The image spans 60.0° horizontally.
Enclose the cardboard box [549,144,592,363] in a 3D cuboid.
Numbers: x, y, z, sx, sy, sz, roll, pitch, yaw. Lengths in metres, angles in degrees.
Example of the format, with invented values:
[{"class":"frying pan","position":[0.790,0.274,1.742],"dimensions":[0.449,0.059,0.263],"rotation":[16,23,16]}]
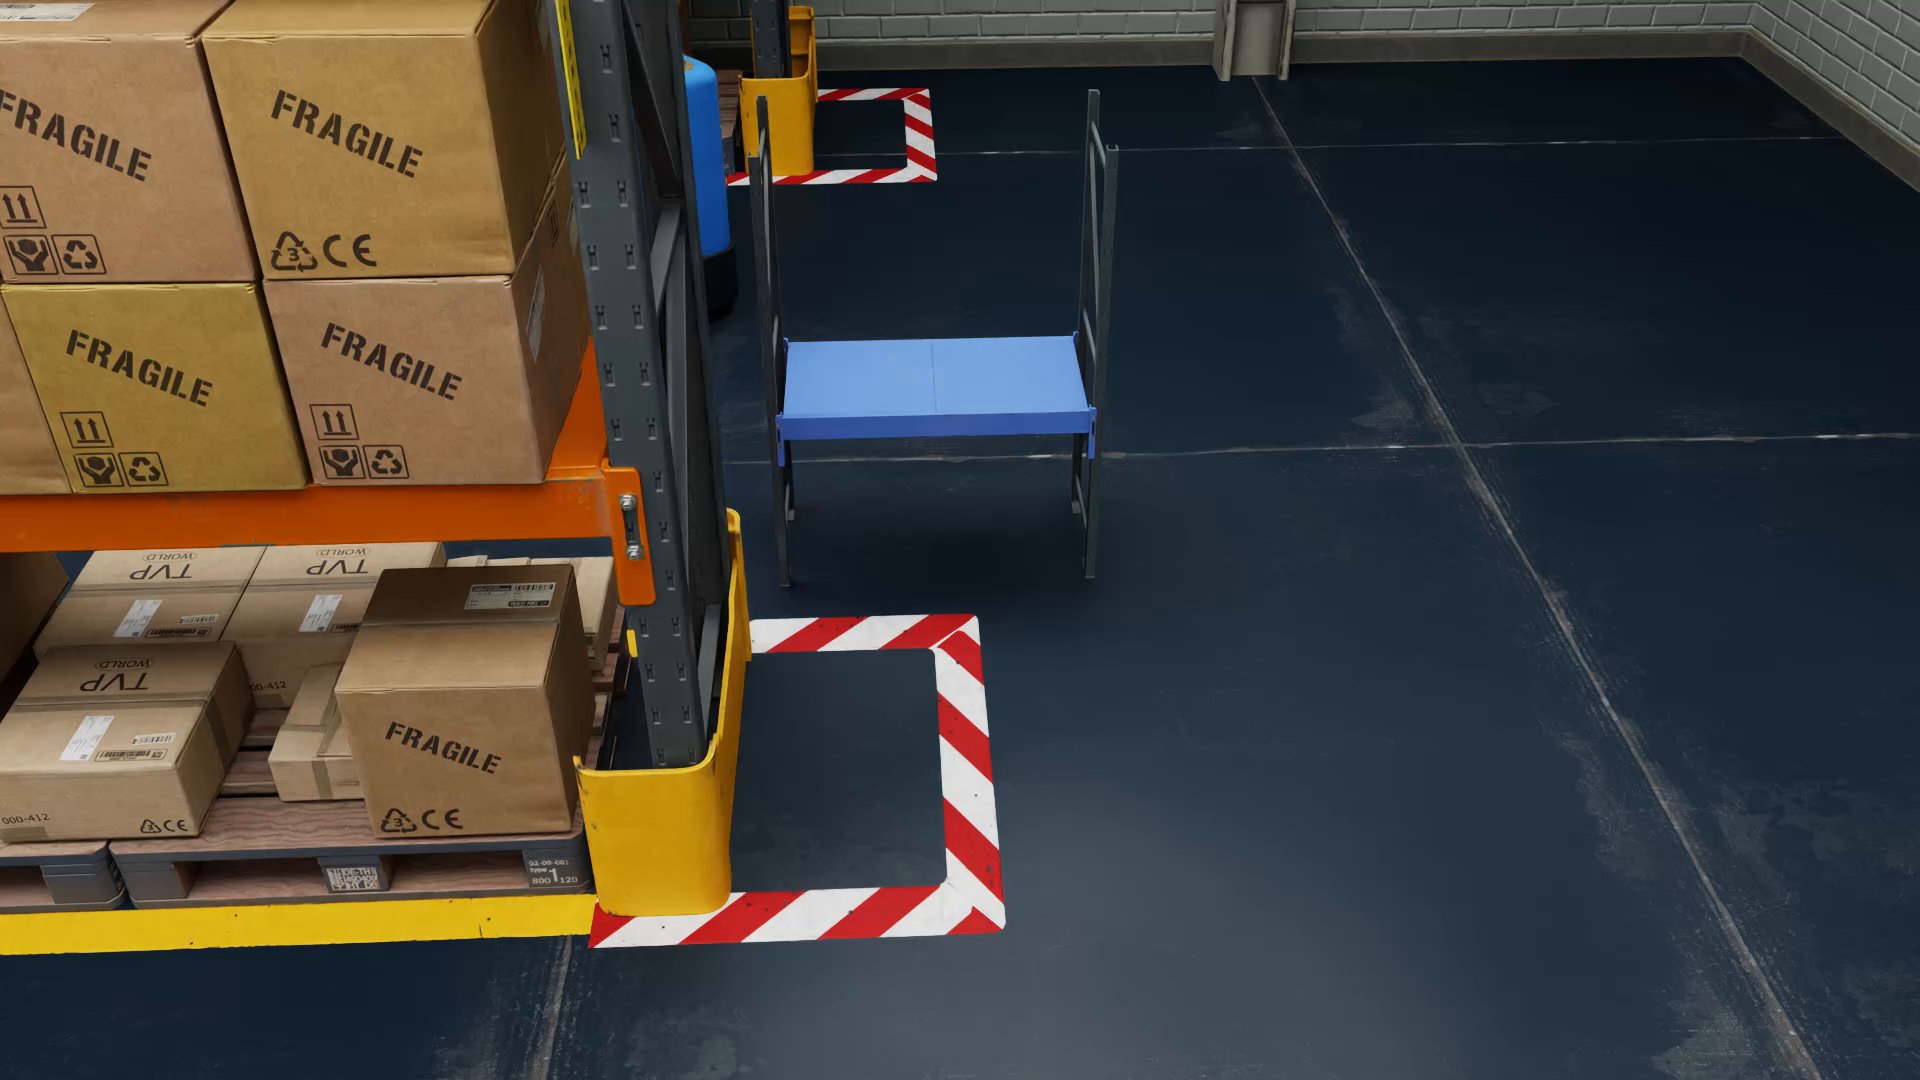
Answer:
[{"class":"cardboard box","position":[-1.185,-0.768,4.136],"dimensions":[0.500,0.500,0.500],"rotation":[-1,35,-1]}]

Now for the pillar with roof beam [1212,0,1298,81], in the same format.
[{"class":"pillar with roof beam","position":[1.893,-3.989,3.606],"dimensions":[0.400,9.000,9.100],"rotation":[-2,35,-2]}]

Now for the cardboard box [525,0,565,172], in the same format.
[{"class":"cardboard box","position":[-1.185,-1.179,3.851],"dimensions":[0.500,0.500,0.500],"rotation":[-1,35,-1]}]

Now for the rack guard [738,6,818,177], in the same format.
[{"class":"rack guard","position":[-0.943,-2.377,8.746],"dimensions":[0.348,0.500,1.175],"rotation":[-2,35,-2]}]

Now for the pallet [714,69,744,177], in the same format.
[{"class":"pallet","position":[-1.762,-2.192,8.732],"dimensions":[1.213,0.211,1.003],"rotation":[-2,35,-2]}]

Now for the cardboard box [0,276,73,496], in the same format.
[{"class":"cardboard box","position":[-2.180,-0.437,3.657],"dimensions":[0.500,0.500,0.500],"rotation":[-1,35,-2]}]

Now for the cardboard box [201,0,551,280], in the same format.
[{"class":"cardboard box","position":[-1.161,-0.873,3.409],"dimensions":[0.500,0.500,0.500],"rotation":[-2,35,-3]}]

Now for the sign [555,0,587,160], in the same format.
[{"class":"sign","position":[-0.723,-0.879,3.089],"dimensions":[0.005,0.325,0.100],"rotation":[-2,35,-2]}]

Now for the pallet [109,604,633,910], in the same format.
[{"class":"pallet","position":[-1.601,0.582,4.724],"dimensions":[1.213,0.211,1.003],"rotation":[-2,35,-2]}]

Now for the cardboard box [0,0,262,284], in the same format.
[{"class":"cardboard box","position":[-1.665,-0.859,3.388],"dimensions":[0.500,0.500,0.500],"rotation":[-1,35,-1]}]

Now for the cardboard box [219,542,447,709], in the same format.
[{"class":"cardboard box","position":[-1.785,0.228,4.815],"dimensions":[0.500,0.250,0.500],"rotation":[-2,35,-2]}]

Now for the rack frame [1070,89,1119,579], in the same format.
[{"class":"rack frame","position":[0.423,-0.628,5.340],"dimensions":[0.032,1.500,0.500],"rotation":[-2,35,-2]}]

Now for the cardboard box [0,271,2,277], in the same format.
[{"class":"cardboard box","position":[-2.183,-0.842,3.364],"dimensions":[0.500,0.500,0.500],"rotation":[-1,35,-1]}]

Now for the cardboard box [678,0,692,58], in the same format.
[{"class":"cardboard box","position":[-1.662,-2.474,8.516],"dimensions":[0.500,0.500,0.700],"rotation":[-2,35,-2]}]

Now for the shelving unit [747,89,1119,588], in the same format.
[{"class":"shelving unit","position":[-0.085,-0.614,5.320],"dimensions":[1.048,1.500,0.538],"rotation":[-2,35,-2]}]

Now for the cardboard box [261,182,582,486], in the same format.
[{"class":"cardboard box","position":[-1.163,-0.463,3.695],"dimensions":[0.500,0.500,0.500],"rotation":[-1,35,-1]}]

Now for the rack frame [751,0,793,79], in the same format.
[{"class":"rack frame","position":[-0.967,-3.405,8.034],"dimensions":[0.127,3.000,1.000],"rotation":[-2,35,-2]}]

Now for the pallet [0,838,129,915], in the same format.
[{"class":"pallet","position":[-2.817,0.613,4.679],"dimensions":[1.213,0.211,1.003],"rotation":[-2,35,-2]}]

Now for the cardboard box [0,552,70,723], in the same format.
[{"class":"cardboard box","position":[-2.848,0.311,4.472],"dimensions":[0.637,0.503,0.797],"rotation":[-2,35,-2]}]

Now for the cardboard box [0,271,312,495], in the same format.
[{"class":"cardboard box","position":[-1.681,-0.447,3.672],"dimensions":[0.500,0.500,0.500],"rotation":[-1,35,-2]}]

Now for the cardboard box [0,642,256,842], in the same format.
[{"class":"cardboard box","position":[-2.211,0.524,4.386],"dimensions":[0.500,0.250,0.500],"rotation":[-2,35,-2]}]

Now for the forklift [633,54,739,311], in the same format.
[{"class":"forklift","position":[-2.329,-2.612,6.949],"dimensions":[1.130,2.935,3.031],"rotation":[-28,44,-35]}]

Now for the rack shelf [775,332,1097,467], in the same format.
[{"class":"rack shelf","position":[-0.085,-0.467,5.422],"dimensions":[1.000,0.185,0.538],"rotation":[-2,35,-2]}]

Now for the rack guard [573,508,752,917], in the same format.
[{"class":"rack guard","position":[-0.805,0.441,4.673],"dimensions":[0.348,0.500,1.175],"rotation":[-2,35,-2]}]

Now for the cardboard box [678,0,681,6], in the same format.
[{"class":"cardboard box","position":[-1.546,-2.857,8.501],"dimensions":[0.250,0.149,0.380],"rotation":[-1,35,-2]}]

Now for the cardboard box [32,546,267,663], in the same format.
[{"class":"cardboard box","position":[-2.284,0.241,4.795],"dimensions":[0.500,0.250,0.500],"rotation":[-2,35,-2]}]

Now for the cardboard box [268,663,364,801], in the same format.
[{"class":"cardboard box","position":[-1.669,0.510,4.481],"dimensions":[0.250,0.166,0.380],"rotation":[-2,35,-2]}]

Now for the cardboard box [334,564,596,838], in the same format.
[{"class":"cardboard box","position":[-1.260,0.413,4.328],"dimensions":[0.500,0.500,0.500],"rotation":[-2,35,-2]}]

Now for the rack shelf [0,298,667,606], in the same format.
[{"class":"rack shelf","position":[-2.727,-0.239,4.092],"dimensions":[4.000,0.370,1.077],"rotation":[-2,35,-2]}]

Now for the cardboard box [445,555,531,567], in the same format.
[{"class":"cardboard box","position":[-1.413,0.218,4.902],"dimensions":[0.250,0.166,0.380],"rotation":[-2,35,-2]}]

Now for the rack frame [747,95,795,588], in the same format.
[{"class":"rack frame","position":[-0.593,-0.601,5.300],"dimensions":[0.032,1.500,0.500],"rotation":[-2,35,-2]}]

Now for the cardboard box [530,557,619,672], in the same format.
[{"class":"cardboard box","position":[-1.163,0.219,4.917],"dimensions":[0.250,0.149,0.380],"rotation":[-2,35,-2]}]

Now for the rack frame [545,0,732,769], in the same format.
[{"class":"rack frame","position":[-0.729,-0.589,3.965],"dimensions":[0.127,3.000,1.000],"rotation":[-2,35,-2]}]
